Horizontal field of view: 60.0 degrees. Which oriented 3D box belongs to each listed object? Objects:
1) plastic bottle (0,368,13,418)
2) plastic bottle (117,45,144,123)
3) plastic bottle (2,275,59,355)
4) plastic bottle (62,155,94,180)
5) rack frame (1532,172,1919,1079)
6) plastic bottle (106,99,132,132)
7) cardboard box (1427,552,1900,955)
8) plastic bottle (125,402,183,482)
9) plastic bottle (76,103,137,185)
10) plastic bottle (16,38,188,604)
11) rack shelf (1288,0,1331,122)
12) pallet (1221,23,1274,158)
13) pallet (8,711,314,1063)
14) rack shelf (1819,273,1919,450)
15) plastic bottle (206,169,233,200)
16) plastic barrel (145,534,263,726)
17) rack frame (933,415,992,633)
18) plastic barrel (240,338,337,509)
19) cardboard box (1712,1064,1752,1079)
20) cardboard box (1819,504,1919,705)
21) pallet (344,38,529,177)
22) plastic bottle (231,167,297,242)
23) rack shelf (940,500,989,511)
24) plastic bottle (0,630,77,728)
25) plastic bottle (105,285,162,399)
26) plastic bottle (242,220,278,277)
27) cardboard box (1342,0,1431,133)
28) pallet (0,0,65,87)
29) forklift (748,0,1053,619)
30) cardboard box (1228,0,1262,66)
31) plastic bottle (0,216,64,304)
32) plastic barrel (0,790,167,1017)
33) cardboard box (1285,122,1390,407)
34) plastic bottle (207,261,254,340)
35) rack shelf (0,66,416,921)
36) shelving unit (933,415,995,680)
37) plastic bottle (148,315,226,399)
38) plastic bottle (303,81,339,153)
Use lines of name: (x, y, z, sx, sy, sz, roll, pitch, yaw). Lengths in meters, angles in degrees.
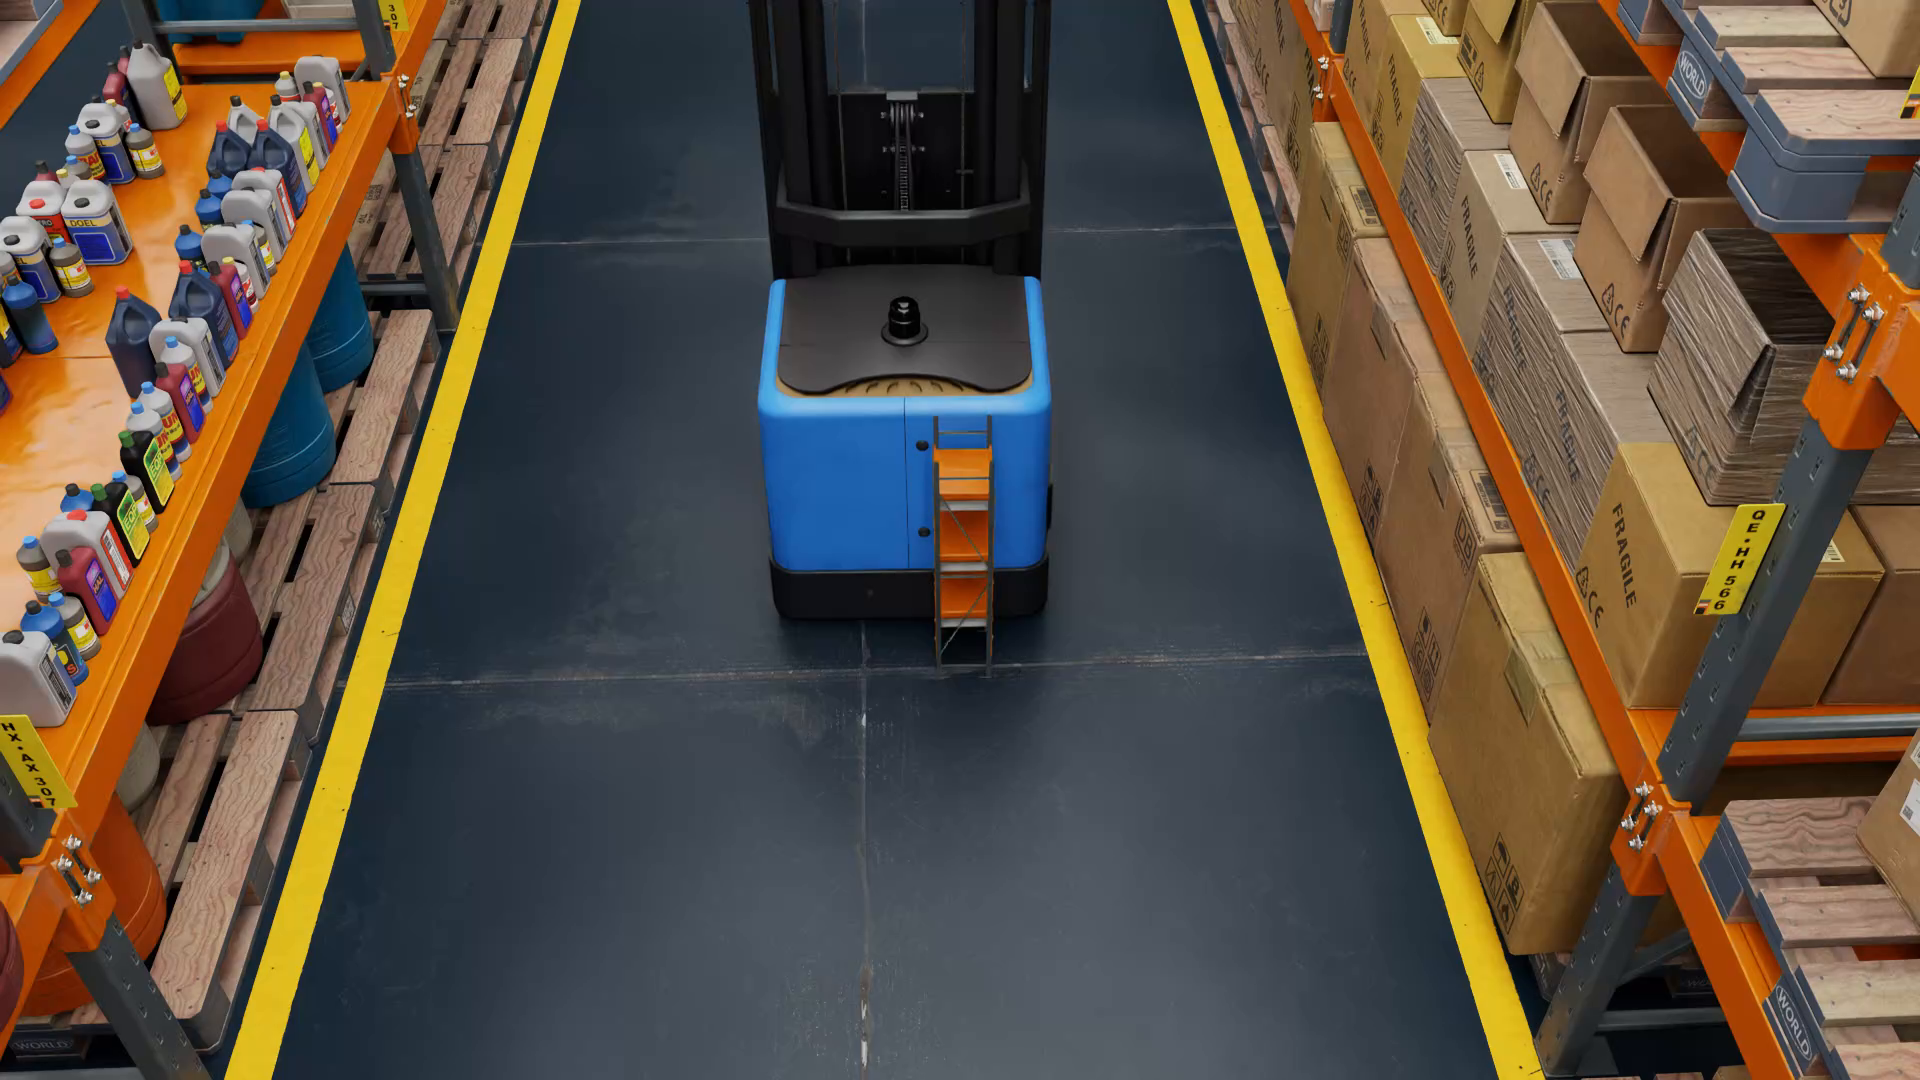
plastic bottle: (-3.054, -0.522, 5.186, 0.061, 0.283, 0.133, -2, 43, -2)
plastic bottle: (-3.279, -1.801, 6.581, 0.061, 0.283, 0.133, -2, 43, -2)
plastic bottle: (-3.050, -0.745, 5.438, 0.097, 0.271, 0.097, 0, 43, 0)
plastic bottle: (-3.232, -1.315, 6.112, 0.097, 0.201, 0.097, 0, 43, 0)
rack frame: (2.250, 0.454, 4.034, 1.000, 3.000, 0.127, -2, 43, -2)
plastic bottle: (-3.250, -1.603, 6.426, 0.097, 0.201, 0.097, 0, 43, 0)
cardboard box: (2.242, 0.616, 5.119, 1.225, 0.875, 0.875, -3, 43, -4)
plastic bottle: (-2.406, -0.295, 4.947, 0.097, 0.271, 0.097, 0, 43, 0)
plastic bottle: (-3.213, -1.488, 6.245, 0.152, 0.276, 0.135, -2, 43, -2)
plastic bottle: (-2.869, -0.912, 5.561, 0.643, 0.351, 2.872, -2, 43, -2)
rack shelf: (1.996, -3.331, 8.697, 1.077, 0.370, 4.000, -2, 43, -2)
pallet: (2.072, -2.559, 9.386, 1.003, 0.211, 1.213, -2, 43, -2)
pallet: (-2.773, 1.093, 5.401, 1.003, 0.211, 1.213, -2, 43, -2)
rack shelf: (2.335, 0.964, 1.791, 1.077, 0.370, 4.000, -2, 43, -2)
plastic bottle: (-2.615, -1.196, 5.931, 0.097, 0.271, 0.097, 0, 43, 0)
plastic barrel: (-2.784, 0.238, 5.744, 0.600, 0.588, 0.708, -2, 43, -2)
rack frame: (0.009, -0.036, 6.012, 0.200, 1.050, 0.008, -1, 43, -1)
plastic barrel: (-2.832, -0.639, 6.470, 0.600, 0.901, 0.708, -2, 43, -2)
cardboard box: (2.299, 1.665, 4.238, 0.700, 0.500, 0.500, -4, 43, -4)
cardboard box: (2.502, 0.082, 4.367, 0.500, 0.500, 0.500, 0, 43, -1)
pallet: (-2.993, -2.397, 9.209, 1.003, 0.211, 1.213, -2, 43, -2)
plastic bottle: (-2.491, -1.214, 5.947, 0.152, 0.276, 0.135, -2, 43, -2)
rack shelf: (0.012, -0.191, 5.703, 0.166, 0.050, 0.221, -1, 43, -1)
plastic bottle: (-2.394, 0.341, 4.250, 0.152, 0.276, 0.135, -2, 43, -2)
plastic bottle: (-2.602, -0.636, 5.260, 0.144, 0.351, 0.185, -2, 43, -2)
plastic bottle: (-2.453, -1.018, 5.788, 0.097, 0.201, 0.097, 0, 43, 0)
cardboard box: (1.850, -1.965, 6.600, 0.500, 0.500, 0.500, -2, 43, -2)
pallet: (-2.633, -0.959, 3.496, 1.003, 0.211, 1.213, -2, 43, -2)
forklift: (-0.220, -1.757, 6.498, 1.130, 2.935, 3.031, -1, 43, -1)
cardboard box: (2.056, -3.274, 9.363, 0.875, 0.875, 0.875, -2, 43, -2)
plastic bottle: (-3.180, -0.953, 5.662, 0.152, 0.276, 0.135, -2, 43, -2)
plastic barrel: (-7.784, 0.273, 3.953, 10.706, 2.957, 0.708, -2, 43, -2)
cardboard box: (2.128, -1.186, 7.086, 1.225, 0.875, 0.875, -2, 43, -2)
plastic bottle: (-2.420, -0.815, 5.505, 0.061, 0.283, 0.133, -2, 43, -2)
rack shelf: (-2.783, -0.488, 5.595, 1.077, 0.370, 4.000, -2, 43, -2)
shelving unit: (0.012, 0.047, 5.922, 0.215, 1.050, 0.252, -1, 43, -1)
plastic bottle: (-2.452, -0.595, 5.271, 0.152, 0.276, 0.135, -2, 43, -2)
plastic bottle: (-2.473, -1.649, 6.416, 0.061, 0.283, 0.133, -2, 43, -2)
